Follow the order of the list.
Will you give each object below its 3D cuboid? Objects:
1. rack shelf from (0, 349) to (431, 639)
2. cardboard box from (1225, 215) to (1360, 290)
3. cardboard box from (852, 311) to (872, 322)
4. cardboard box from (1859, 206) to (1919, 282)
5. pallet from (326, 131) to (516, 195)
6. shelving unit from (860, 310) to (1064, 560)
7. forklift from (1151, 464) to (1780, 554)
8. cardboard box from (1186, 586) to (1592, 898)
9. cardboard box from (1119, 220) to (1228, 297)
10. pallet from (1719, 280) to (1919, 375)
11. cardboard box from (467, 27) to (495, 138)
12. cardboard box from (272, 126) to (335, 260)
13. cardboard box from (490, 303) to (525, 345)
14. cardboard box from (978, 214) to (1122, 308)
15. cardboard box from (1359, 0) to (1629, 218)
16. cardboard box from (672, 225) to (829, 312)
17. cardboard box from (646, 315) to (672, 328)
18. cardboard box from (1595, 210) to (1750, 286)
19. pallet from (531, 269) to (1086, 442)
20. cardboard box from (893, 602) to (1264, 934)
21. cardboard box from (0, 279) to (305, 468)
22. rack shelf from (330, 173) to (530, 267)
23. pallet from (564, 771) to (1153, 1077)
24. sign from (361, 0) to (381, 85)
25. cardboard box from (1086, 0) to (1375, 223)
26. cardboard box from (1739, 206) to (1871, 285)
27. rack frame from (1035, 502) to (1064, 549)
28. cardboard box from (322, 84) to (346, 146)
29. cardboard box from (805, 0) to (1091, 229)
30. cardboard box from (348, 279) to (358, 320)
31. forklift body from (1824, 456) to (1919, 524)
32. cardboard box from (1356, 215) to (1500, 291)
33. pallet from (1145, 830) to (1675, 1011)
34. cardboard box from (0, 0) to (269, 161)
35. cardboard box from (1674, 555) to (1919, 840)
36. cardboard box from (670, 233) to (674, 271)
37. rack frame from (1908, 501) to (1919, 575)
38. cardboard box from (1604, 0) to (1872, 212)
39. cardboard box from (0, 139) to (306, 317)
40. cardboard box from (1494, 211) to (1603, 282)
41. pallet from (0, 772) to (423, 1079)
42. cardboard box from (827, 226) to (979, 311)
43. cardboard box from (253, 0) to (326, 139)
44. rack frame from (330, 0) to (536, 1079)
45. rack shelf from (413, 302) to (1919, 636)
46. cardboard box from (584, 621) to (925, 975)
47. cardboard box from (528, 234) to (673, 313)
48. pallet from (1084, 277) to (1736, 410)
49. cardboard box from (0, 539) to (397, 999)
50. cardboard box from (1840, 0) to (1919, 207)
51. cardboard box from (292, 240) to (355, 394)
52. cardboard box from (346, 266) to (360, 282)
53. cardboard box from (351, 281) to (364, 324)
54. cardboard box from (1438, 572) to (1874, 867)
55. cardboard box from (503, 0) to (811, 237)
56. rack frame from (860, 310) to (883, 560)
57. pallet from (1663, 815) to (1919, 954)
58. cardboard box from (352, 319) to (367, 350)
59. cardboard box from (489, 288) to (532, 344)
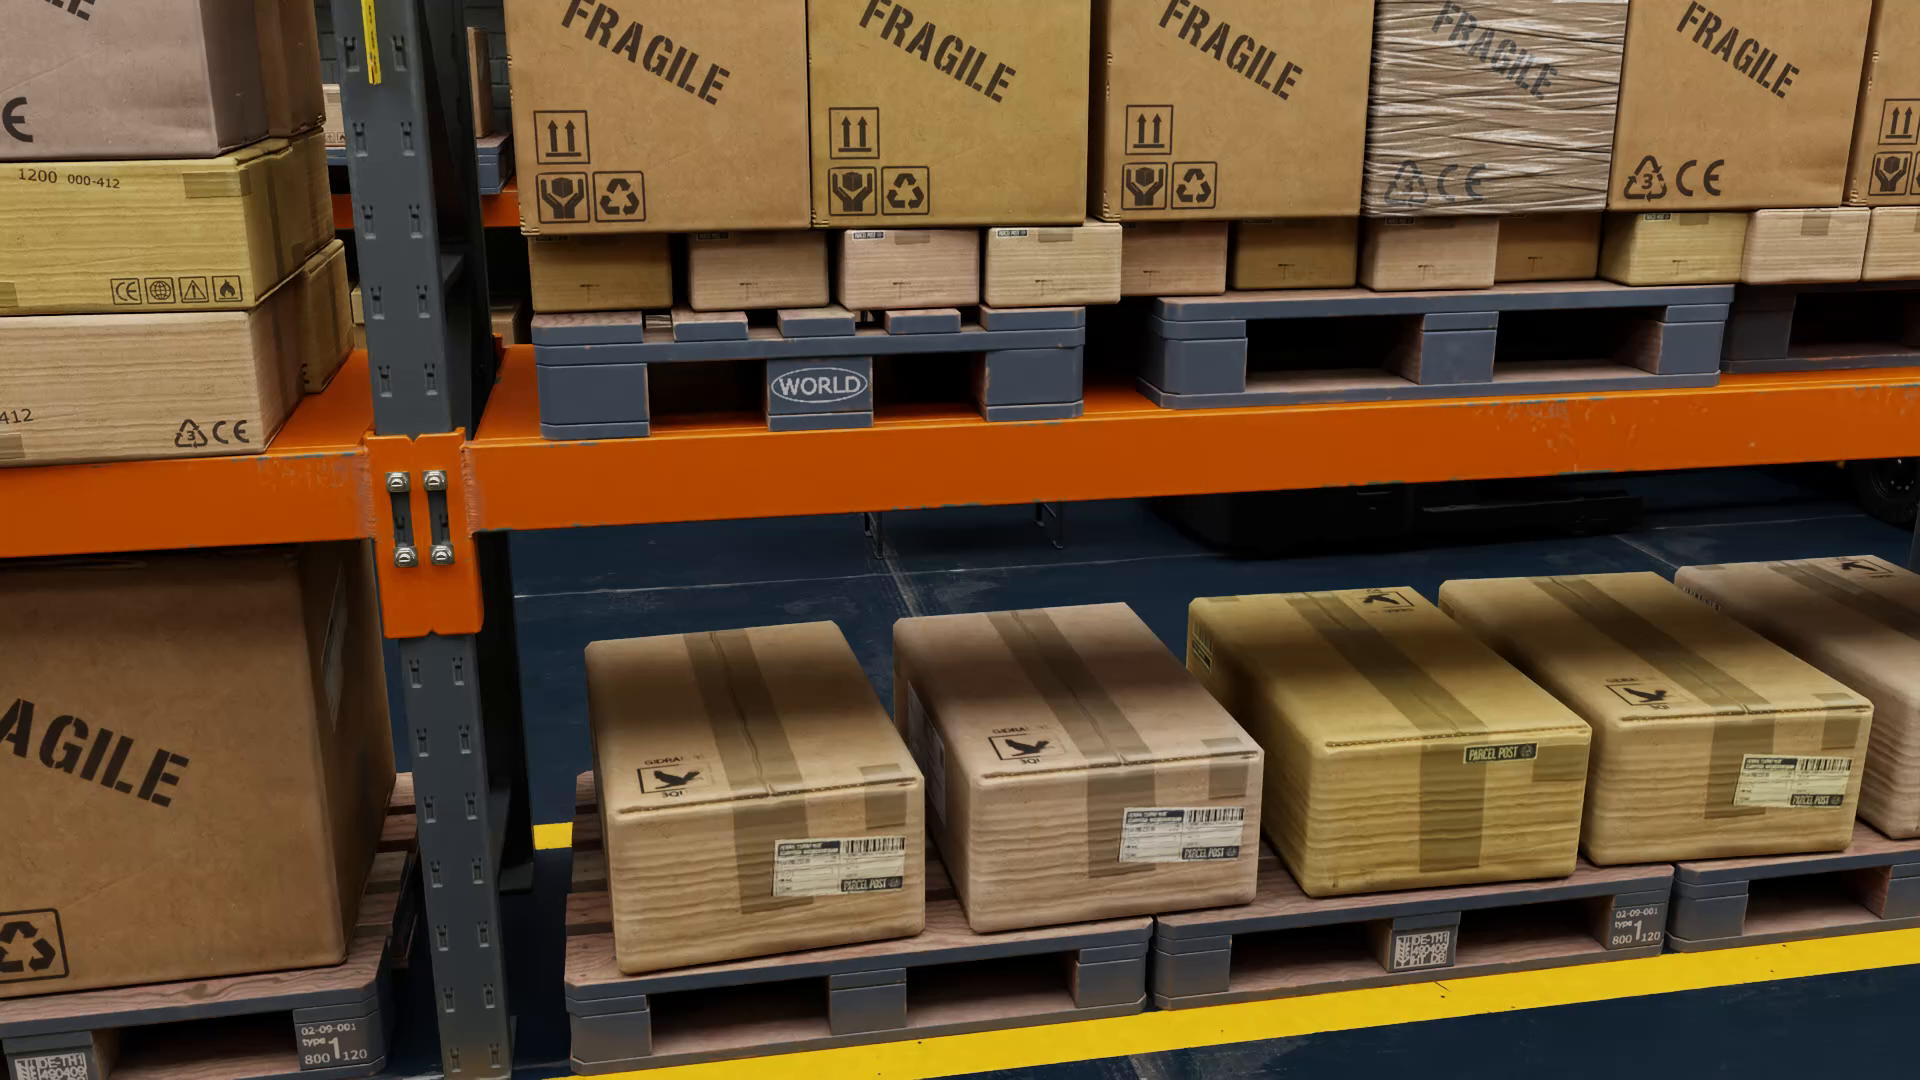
[{"bbox_3d":[-3.011,-0.040,3.058,4.000,0.370,1.077,-3,17,-10],"label":"rack shelf"},{"bbox_3d":[0.634,-0.621,3.436,0.250,0.149,0.380,-3,17,-8],"label":"cardboard box"},{"bbox_3d":[-0.738,-1.061,8.486,0.625,0.625,0.875,-3,17,-9],"label":"cardboard box"},{"bbox_3d":[1.918,-0.656,3.552,0.250,0.149,0.380,-4,17,-11],"label":"cardboard box"},{"bbox_3d":[-2.645,-1.776,7.812,1.003,0.211,1.213,-3,17,-10],"label":"pallet"},{"bbox_3d":[0.007,-0.717,6.593,0.755,1.500,0.431,-3,17,-10],"label":"shelving unit"},{"bbox_3d":[2.341,-1.563,6.909,3.031,2.935,1.130,-4,18,-14],"label":"forklift"},{"bbox_3d":[0.978,0.448,4.006,0.625,0.372,0.950,-3,17,-9],"label":"cardboard box"},{"bbox_3d":[0.364,-0.594,3.348,0.250,0.149,0.380,-2,17,-7],"label":"cardboard box"},{"bbox_3d":[2.102,-0.626,4.067,1.213,0.211,1.003,-3,17,-10],"label":"pallet"},{"bbox_3d":[-2.528,-2.191,7.950,0.500,0.500,0.500,-2,17,-8],"label":"cardboard box"},{"bbox_3d":[-1.592,-0.705,3.404,0.500,0.250,0.500,-3,17,-11],"label":"cardboard box"},{"bbox_3d":[-2.367,-0.846,8.000,0.500,0.500,0.500,-3,17,-9],"label":"cardboard box"},{"bbox_3d":[0.142,-0.558,3.231,0.250,0.149,0.380,-3,17,-10],"label":"cardboard box"},{"bbox_3d":[0.961,-0.932,3.347,0.500,0.500,0.500,-4,18,-13],"label":"cardboard box"},{"bbox_3d":[-0.409,-0.546,3.194,0.250,0.149,0.380,-4,18,-14],"label":"cardboard box"},{"bbox_3d":[-1.378,-1.022,8.360,0.625,0.625,0.875,-3,17,-9],"label":"cardboard box"},{"bbox_3d":[1.423,-0.638,3.492,0.250,0.149,0.380,-3,17,-10],"label":"cardboard box"},{"bbox_3d":[-0.368,-0.474,3.572,1.003,0.211,1.213,-3,17,-10],"label":"pallet"},{"bbox_3d":[0.232,0.488,3.874,0.625,0.372,0.950,-4,17,-12],"label":"cardboard box"},{"bbox_3d":[-1.495,-0.320,3.002,0.500,0.250,0.500,-4,17,-12],"label":"cardboard box"},{"bbox_3d":[-3.957,-1.471,7.716,4.000,0.370,1.077,-3,17,-10],"label":"rack shelf"},{"bbox_3d":[-0.280,0.795,3.865,1.213,0.211,1.003,-3,17,-10],"label":"pallet"},{"bbox_3d":[-0.939,-0.889,2.625,0.005,0.325,0.100,-3,17,-10],"label":"sign"},{"bbox_3d":[0.469,-0.907,3.263,0.500,0.500,0.500,-3,17,-10],"label":"cardboard box"},{"bbox_3d":[1.669,-0.641,3.502,0.250,0.149,0.380,-3,17,-10],"label":"cardboard box"},{"bbox_3d":[0.366,-0.738,6.659,0.023,1.500,0.400,-3,17,-10],"label":"rack frame"},{"bbox_3d":[-2.967,-1.903,7.438,0.500,0.250,0.500,-4,18,-13],"label":"cardboard box"},{"bbox_3d":[-0.052,-0.875,3.161,0.500,0.500,0.500,-2,17,-8],"label":"cardboard box"},{"bbox_3d":[-2.959,-1.115,7.771,0.250,0.149,0.380,-4,17,-12],"label":"cardboard box"},{"bbox_3d":[4.346,-1.334,7.492,1.214,2.155,2.313,-3,17,-10],"label":"forklift body"},{"bbox_3d":[0.903,-0.616,3.422,0.250,0.149,0.380,-3,17,-9],"label":"cardboard box"},{"bbox_3d":[0.915,0.728,4.083,1.213,0.211,1.003,-3,17,-10],"label":"pallet"},{"bbox_3d":[-1.506,-0.917,2.814,0.500,0.500,0.500,-4,17,-12],"label":"cardboard box"},{"bbox_3d":[2.365,0.367,4.267,0.625,0.372,0.950,-3,17,-10],"label":"cardboard box"},{"bbox_3d":[-0.521,-0.698,3.687,0.250,0.149,0.380,-3,17,-10],"label":"cardboard box"},{"bbox_3d":[2.880,-0.718,4.040,0.127,3.000,1.000,-3,17,-10],"label":"rack frame"},{"bbox_3d":[1.475,-0.962,3.442,0.500,0.500,0.500,-3,17,-9],"label":"cardboard box"},{"bbox_3d":[-1.475,-0.562,2.937,0.500,0.250,0.500,-3,17,-11],"label":"cardboard box"},{"bbox_3d":[1.144,-0.653,3.540,0.250,0.149,0.380,-4,17,-12],"label":"cardboard box"},{"bbox_3d":[-1.836,0.860,3.652,1.213,0.211,1.003,-3,17,-10],"label":"pallet"},{"bbox_3d":[-0.132,-0.548,3.201,0.250,0.149,0.380,-4,18,-14],"label":"cardboard box"},{"bbox_3d":[-1.578,-1.064,3.294,0.500,0.500,0.500,-4,17,-12],"label":"cardboard box"},{"bbox_3d":[-1.048,-0.495,3.315,0.127,3.000,1.000,-3,17,-10],"label":"rack frame"},{"bbox_3d":[0.916,-0.263,3.783,4.000,0.370,1.077,-3,17,-10],"label":"rack shelf"},{"bbox_3d":[-0.491,0.532,3.732,0.625,0.372,0.950,-4,18,-14],"label":"cardboard box"},{"bbox_3d":[-0.693,-0.540,3.175,0.250,0.149,0.380,-4,18,-14],"label":"cardboard box"},{"bbox_3d":[0.888,-0.526,3.741,1.213,0.211,1.003,-3,17,-10],"label":"pallet"},{"bbox_3d":[-1.742,0.334,3.518,0.875,0.875,0.875,-3,17,-11],"label":"cardboard box"},{"bbox_3d":[1.983,-0.989,3.530,0.500,0.500,0.500,-3,17,-10],"label":"cardboard box"},{"bbox_3d":[-1.576,-0.469,3.484,0.500,0.250,0.500,-4,17,-11],"label":"cardboard box"},{"bbox_3d":[-3.059,-1.259,8.238,0.250,0.149,0.380,-3,17,-10],"label":"cardboard box"},{"bbox_3d":[-2.692,-1.117,7.777,0.250,0.149,0.380,-4,18,-13],"label":"cardboard box"},{"bbox_3d":[1.660,0.408,4.134,0.625,0.372,0.950,-2,17,-7],"label":"cardboard box"},{"bbox_3d":[-0.562,-0.844,3.059,0.500,0.500,0.500,-4,17,-12],"label":"cardboard box"},{"bbox_3d":[-0.353,-0.697,6.526,0.023,1.500,0.400,-3,17,-10],"label":"rack frame"},{"bbox_3d":[2.116,0.659,4.307,1.213,0.211,1.003,-3,17,-10],"label":"pallet"},{"bbox_3d":[-2.861,-0.821,7.919,0.500,0.500,0.500,-4,17,-11],"label":"cardboard box"},{"bbox_3d":[-2.460,-0.989,8.465,0.500,0.500,0.500,-3,17,-8],"label":"cardboard box"}]
